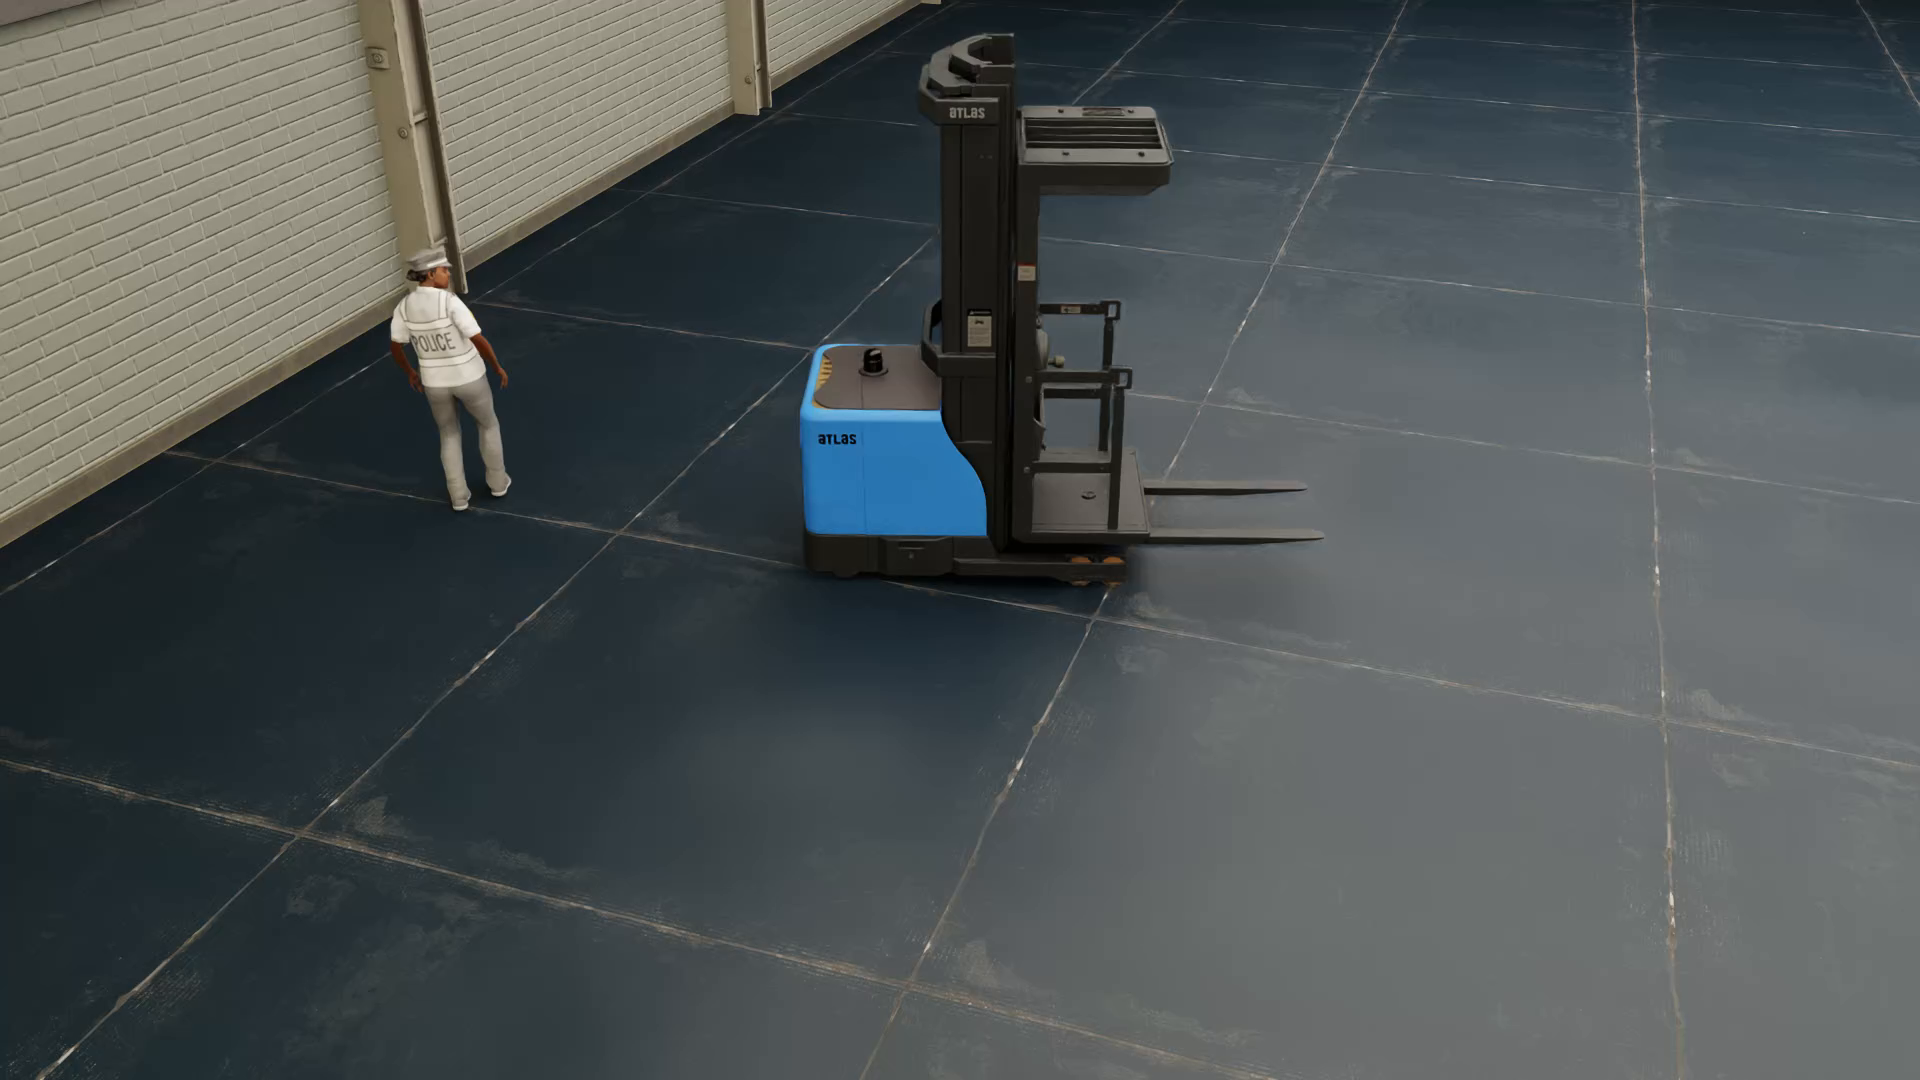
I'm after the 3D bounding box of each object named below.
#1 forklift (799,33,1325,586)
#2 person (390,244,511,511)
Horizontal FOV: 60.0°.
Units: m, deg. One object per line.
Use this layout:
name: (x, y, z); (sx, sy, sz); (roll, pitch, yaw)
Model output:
forklift: (0.615, -1.274, 9.371); (3.031, 2.935, 1.130); (1, 30, 1)
person: (-3.096, -1.003, 10.190); (0.663, 1.656, 0.482); (0, 30, 0)
